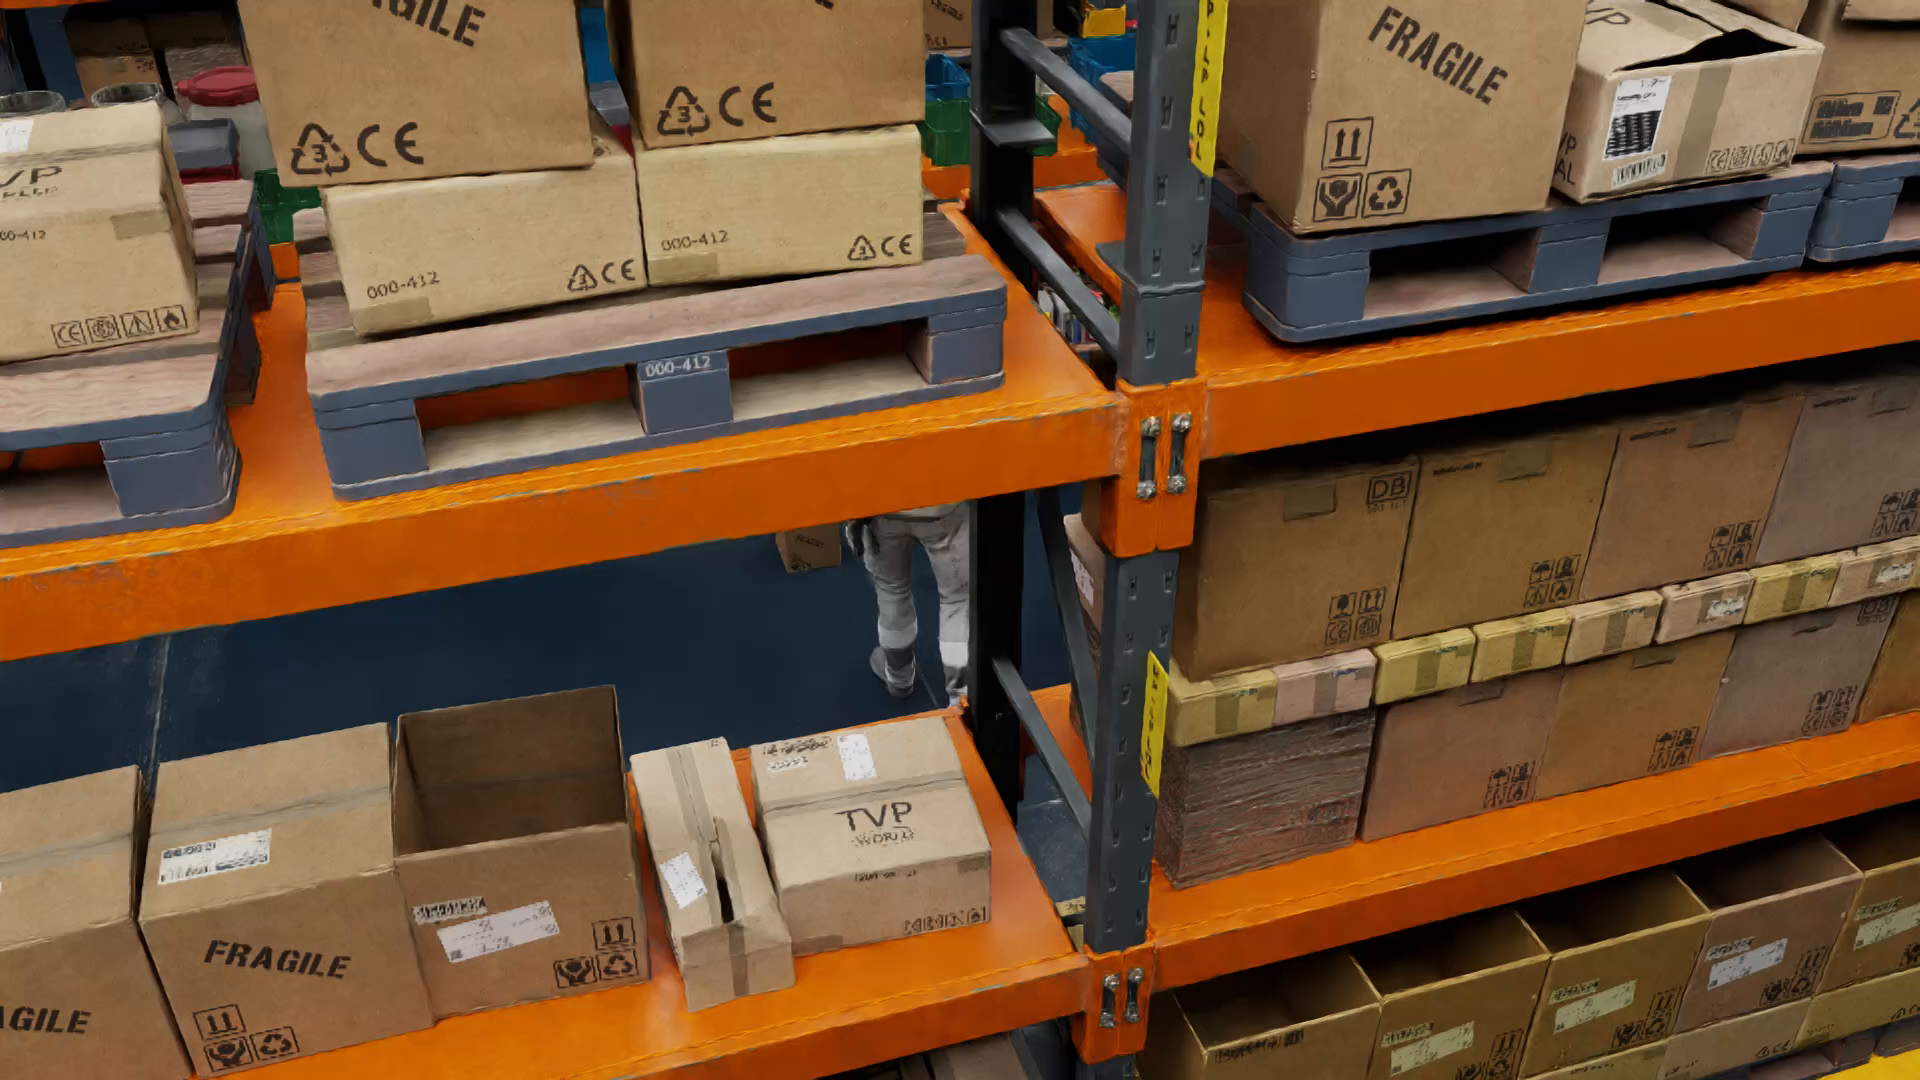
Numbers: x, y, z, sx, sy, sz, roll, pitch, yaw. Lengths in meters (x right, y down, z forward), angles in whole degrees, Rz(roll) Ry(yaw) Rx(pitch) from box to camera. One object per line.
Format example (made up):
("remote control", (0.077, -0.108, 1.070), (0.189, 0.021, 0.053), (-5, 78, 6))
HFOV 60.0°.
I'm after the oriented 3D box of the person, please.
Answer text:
("person", (-0.067, -0.100, 6.275), (0.701, 1.792, 0.489), (3, 34, 5))
